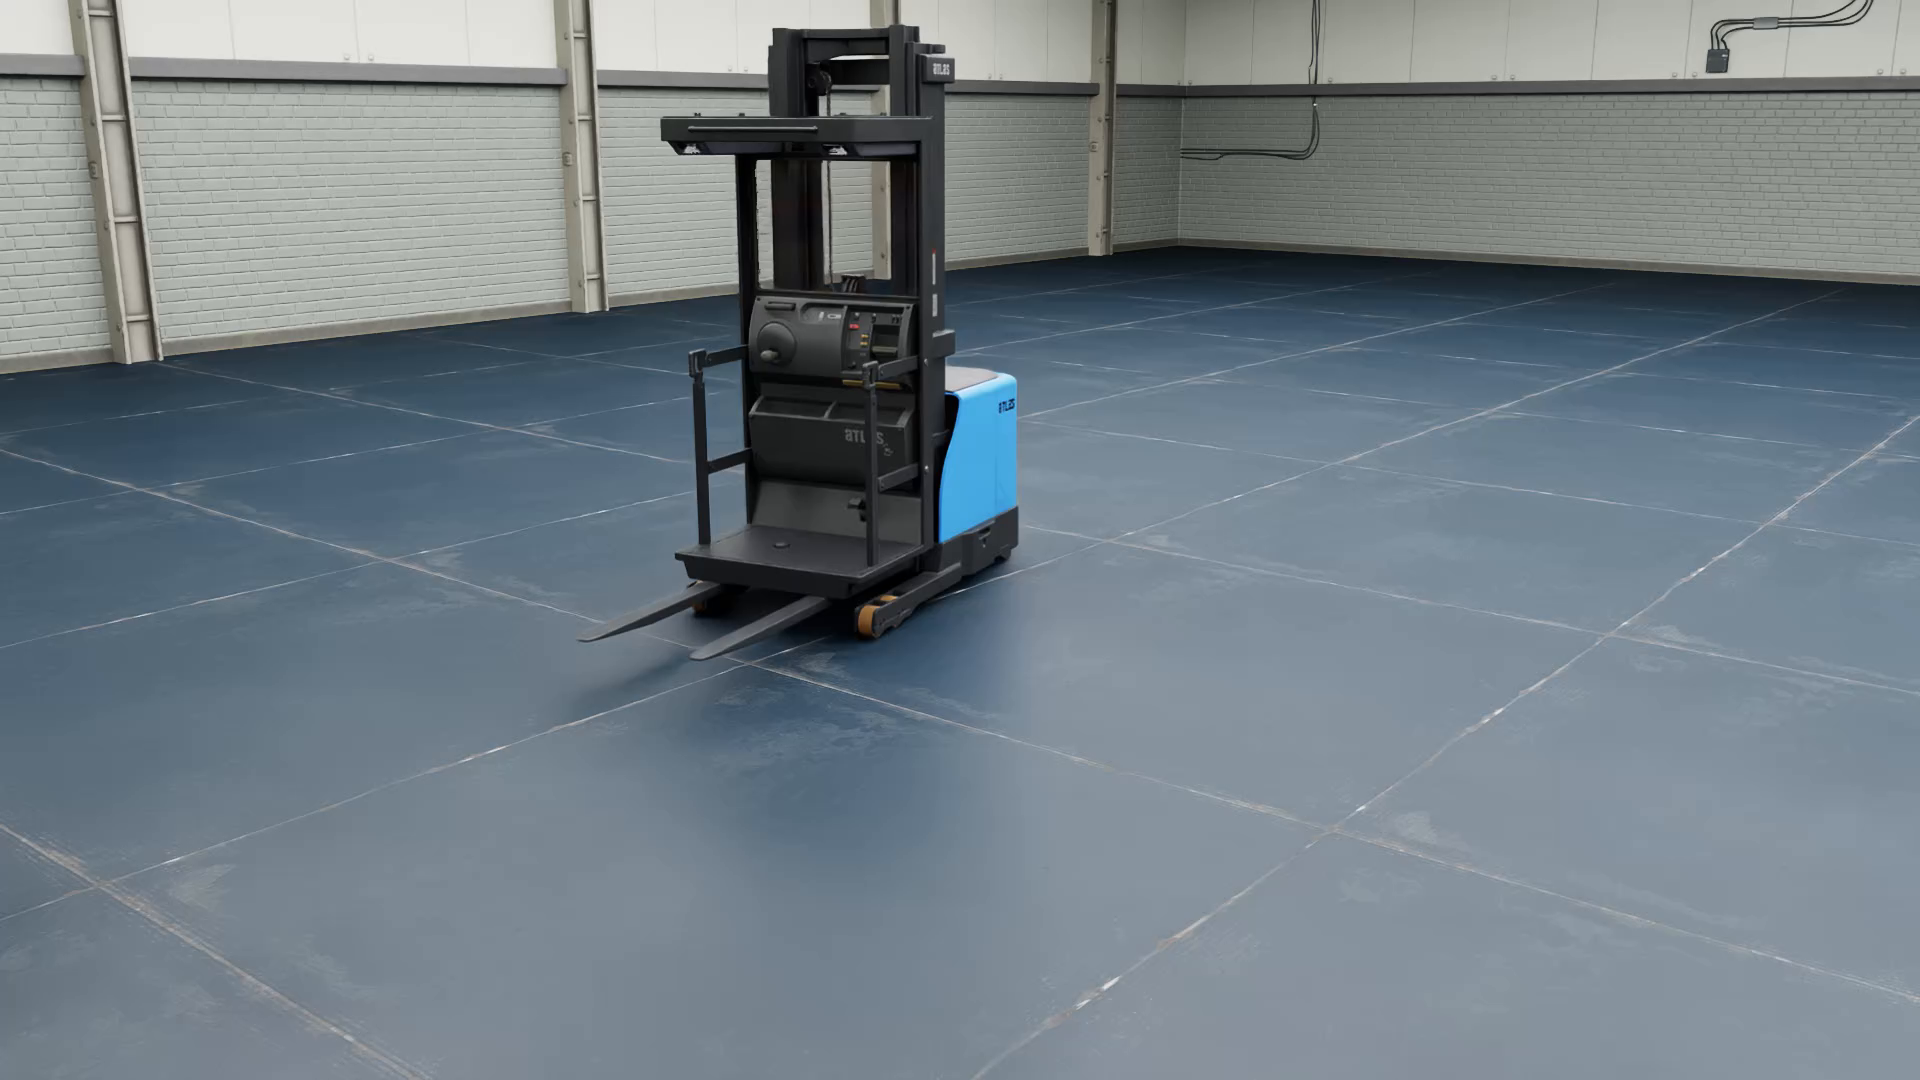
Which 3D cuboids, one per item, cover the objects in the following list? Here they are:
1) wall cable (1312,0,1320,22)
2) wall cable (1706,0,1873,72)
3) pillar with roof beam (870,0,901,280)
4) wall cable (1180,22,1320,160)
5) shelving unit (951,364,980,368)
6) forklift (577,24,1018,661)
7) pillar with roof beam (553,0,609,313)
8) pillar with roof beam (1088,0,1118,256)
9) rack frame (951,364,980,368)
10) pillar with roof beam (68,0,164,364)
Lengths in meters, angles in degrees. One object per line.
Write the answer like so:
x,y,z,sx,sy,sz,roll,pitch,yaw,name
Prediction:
7.607,-10.590,29.581,3.097,2.526,0.112,11,18,38,wall cable
12.877,-10.242,25.255,2.305,6.003,0.169,11,18,38,wall cable
2.200,-7.891,22.907,9.100,9.000,0.400,11,18,38,pillar with roof beam
5.502,-8.560,31.851,3.097,2.526,0.112,11,18,38,wall cable
-0.026,-0.511,10.003,0.215,1.050,0.252,8,16,28,shelving unit
-0.759,-1.058,8.336,1.130,2.935,3.031,7,16,25,forklift
-1.571,-6.742,18.384,9.100,9.000,0.400,11,18,38,pillar with roof beam
5.971,-9.040,27.431,9.100,9.000,0.400,11,18,38,pillar with roof beam
0.032,-0.538,10.107,0.200,1.050,0.008,8,16,28,rack frame
-5.342,-5.593,13.861,9.100,9.000,0.400,11,18,38,pillar with roof beam
